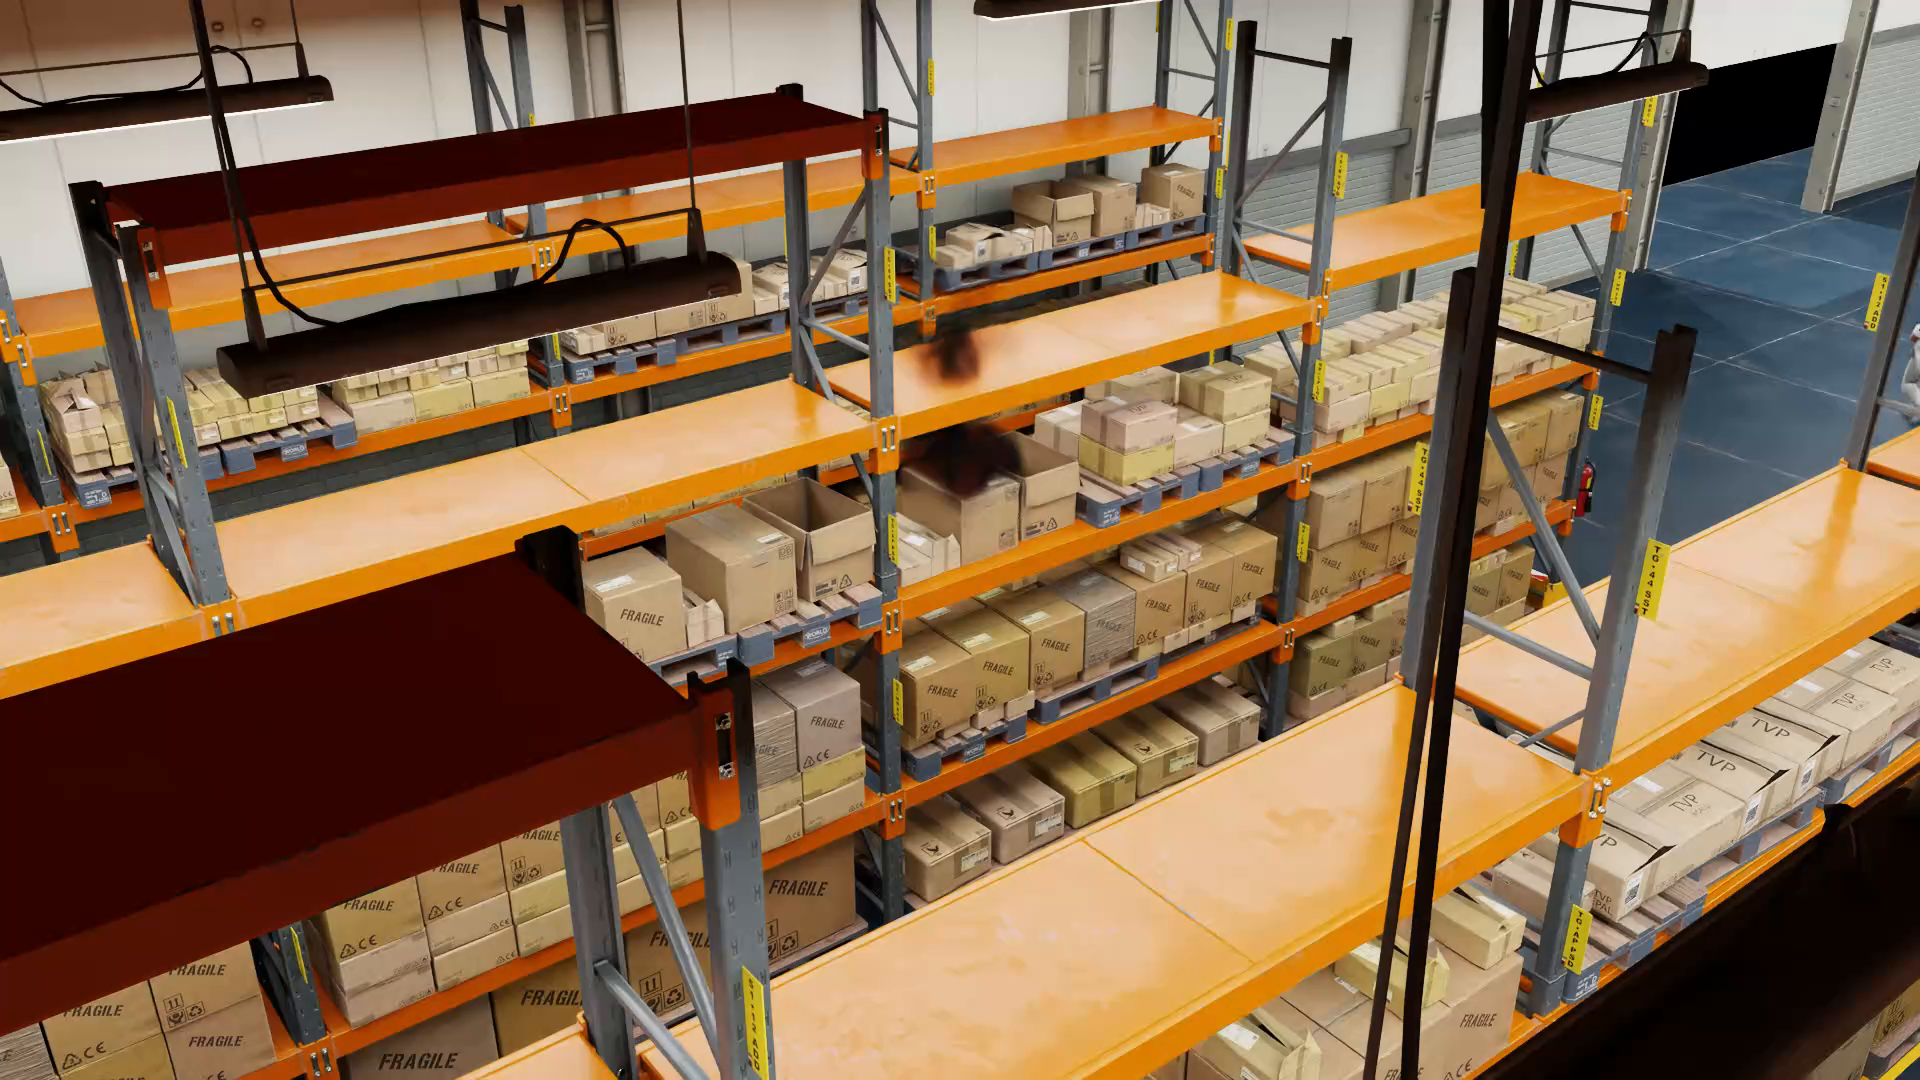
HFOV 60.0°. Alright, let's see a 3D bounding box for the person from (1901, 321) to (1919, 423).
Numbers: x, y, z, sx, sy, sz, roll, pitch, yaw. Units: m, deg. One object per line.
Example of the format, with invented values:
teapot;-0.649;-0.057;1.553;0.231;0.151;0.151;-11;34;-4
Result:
person;12.146;-2.274;20.783;0.672;1.730;0.779;3;26;6
